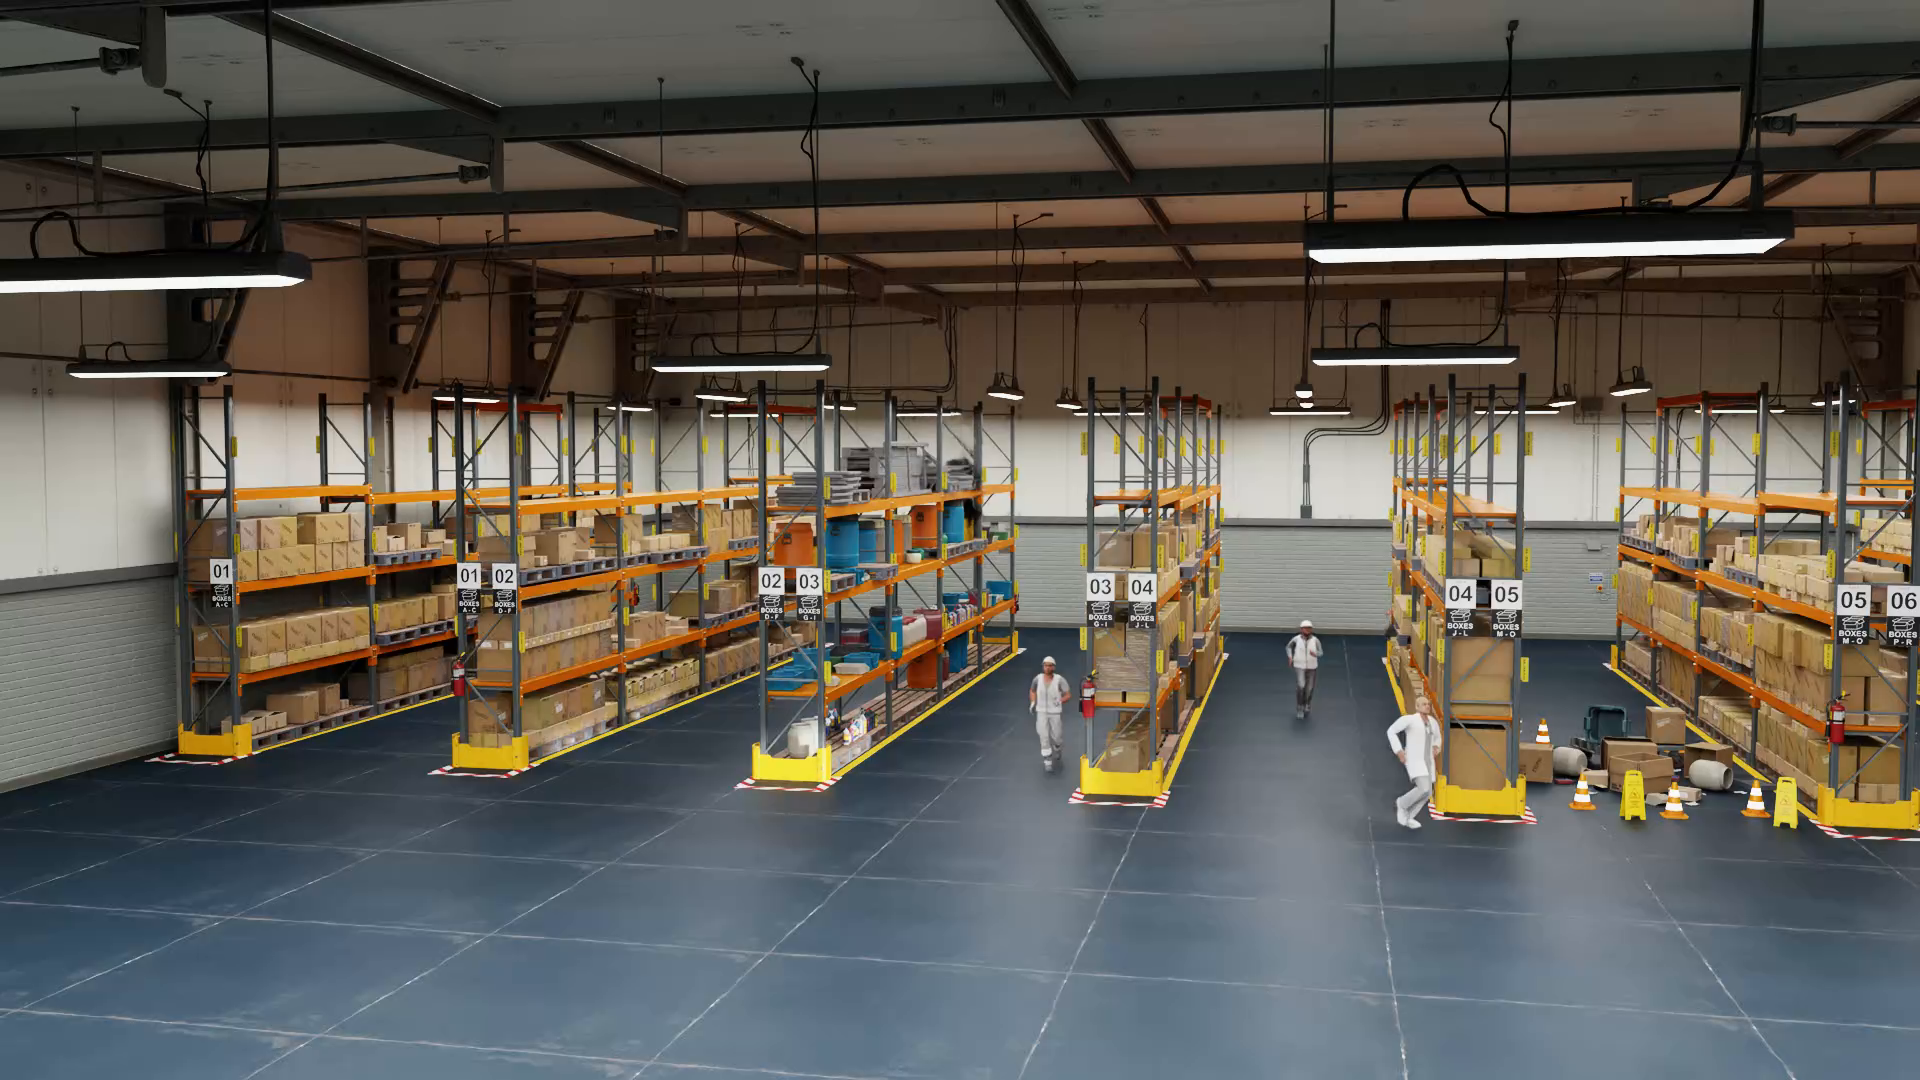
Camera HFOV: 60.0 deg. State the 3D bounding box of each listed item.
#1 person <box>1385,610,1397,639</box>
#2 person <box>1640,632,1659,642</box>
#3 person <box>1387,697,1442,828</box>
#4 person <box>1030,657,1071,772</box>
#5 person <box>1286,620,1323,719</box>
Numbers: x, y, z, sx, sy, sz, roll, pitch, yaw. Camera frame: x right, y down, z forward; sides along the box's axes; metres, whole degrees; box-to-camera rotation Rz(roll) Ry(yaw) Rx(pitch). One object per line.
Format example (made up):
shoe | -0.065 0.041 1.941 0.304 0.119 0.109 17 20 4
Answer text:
person | 10.489 1.947 39.777 0.605 1.639 0.770 1 3 11
person | 16.070 2.024 38.728 0.645 1.605 0.808 -2 4 -35
person | 6.039 2.914 21.799 0.725 1.713 0.573 -2 4 -30
person | 1.389 2.680 25.789 0.657 1.755 0.760 1 3 12
person | 6.395 2.398 30.805 0.624 1.831 0.752 0 3 0
